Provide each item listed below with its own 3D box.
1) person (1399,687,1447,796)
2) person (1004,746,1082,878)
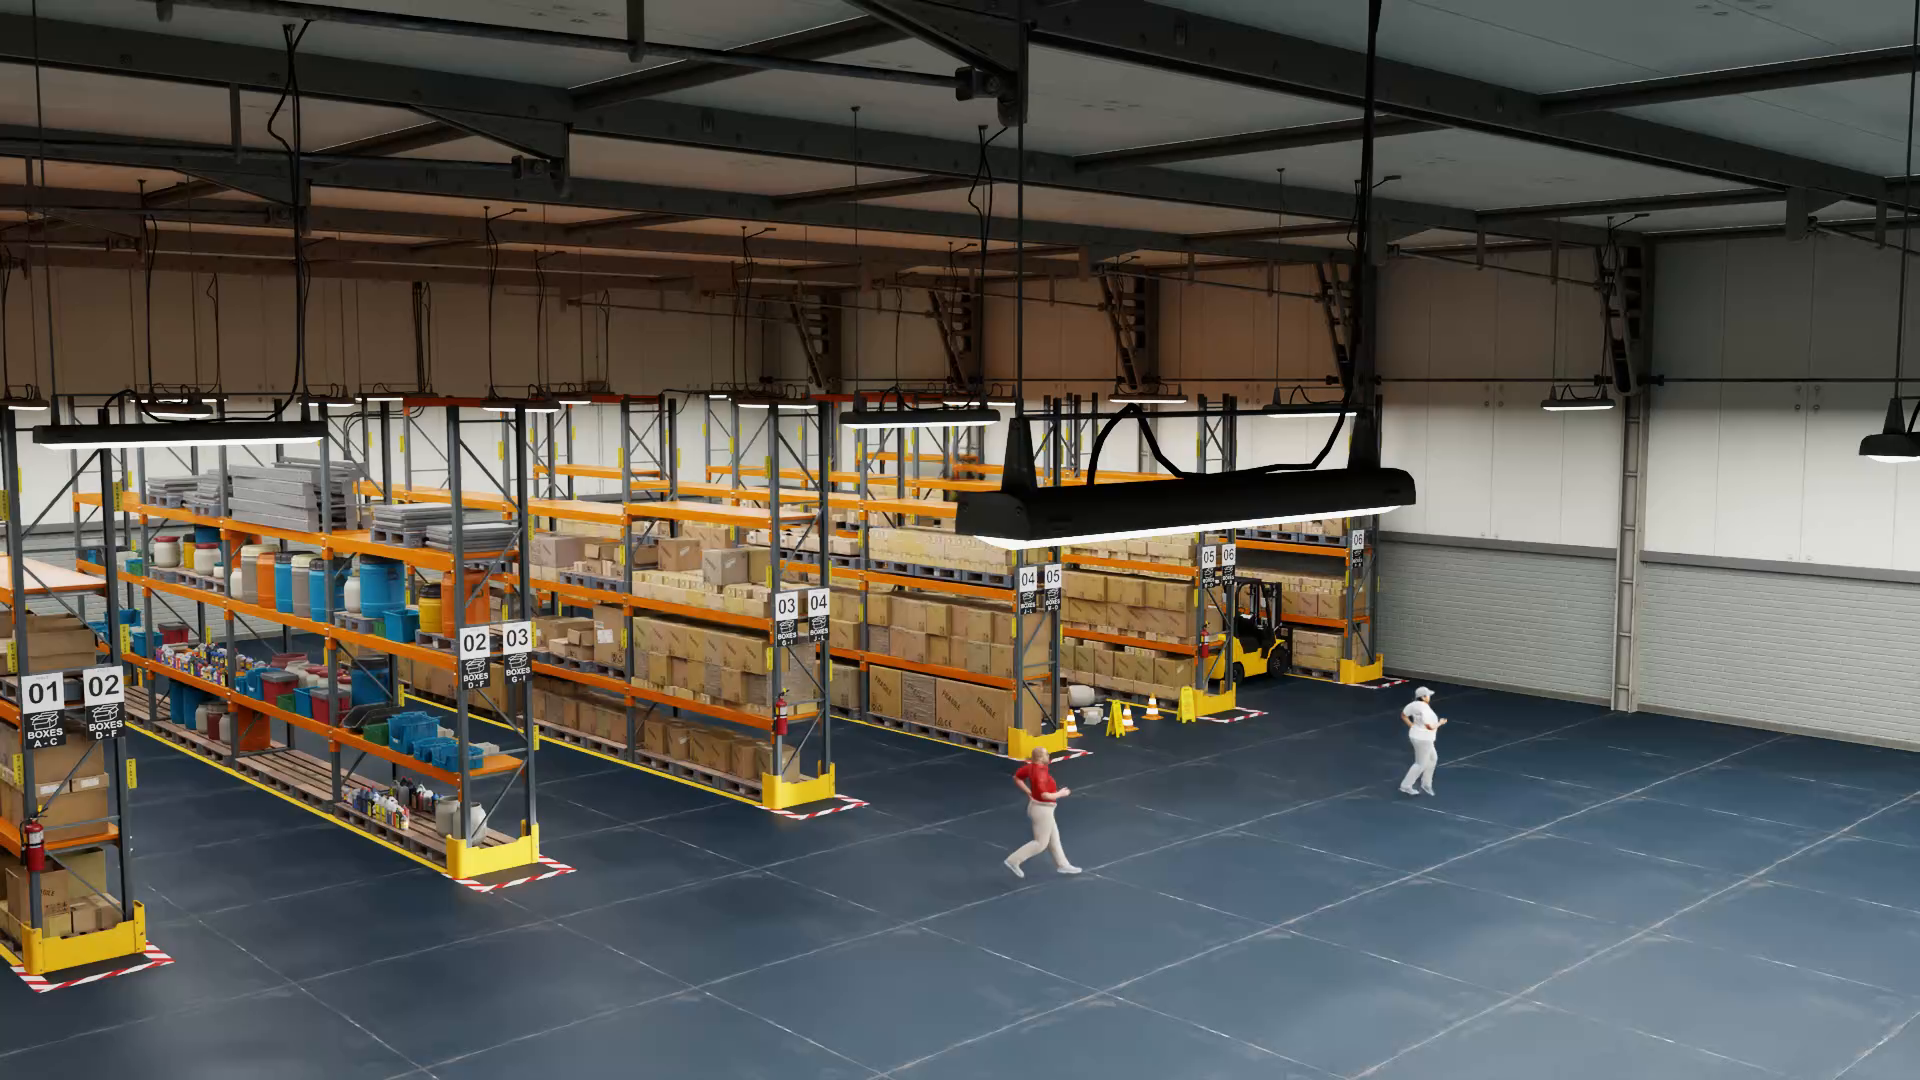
[{"bbox_3d":[7.006,3.077,25.201,0.701,1.725,0.584,0,6,-2],"label":"person"},{"bbox_3d":[1.049,3.429,20.979,1.074,1.689,0.676,-1,6,-14],"label":"person"}]
